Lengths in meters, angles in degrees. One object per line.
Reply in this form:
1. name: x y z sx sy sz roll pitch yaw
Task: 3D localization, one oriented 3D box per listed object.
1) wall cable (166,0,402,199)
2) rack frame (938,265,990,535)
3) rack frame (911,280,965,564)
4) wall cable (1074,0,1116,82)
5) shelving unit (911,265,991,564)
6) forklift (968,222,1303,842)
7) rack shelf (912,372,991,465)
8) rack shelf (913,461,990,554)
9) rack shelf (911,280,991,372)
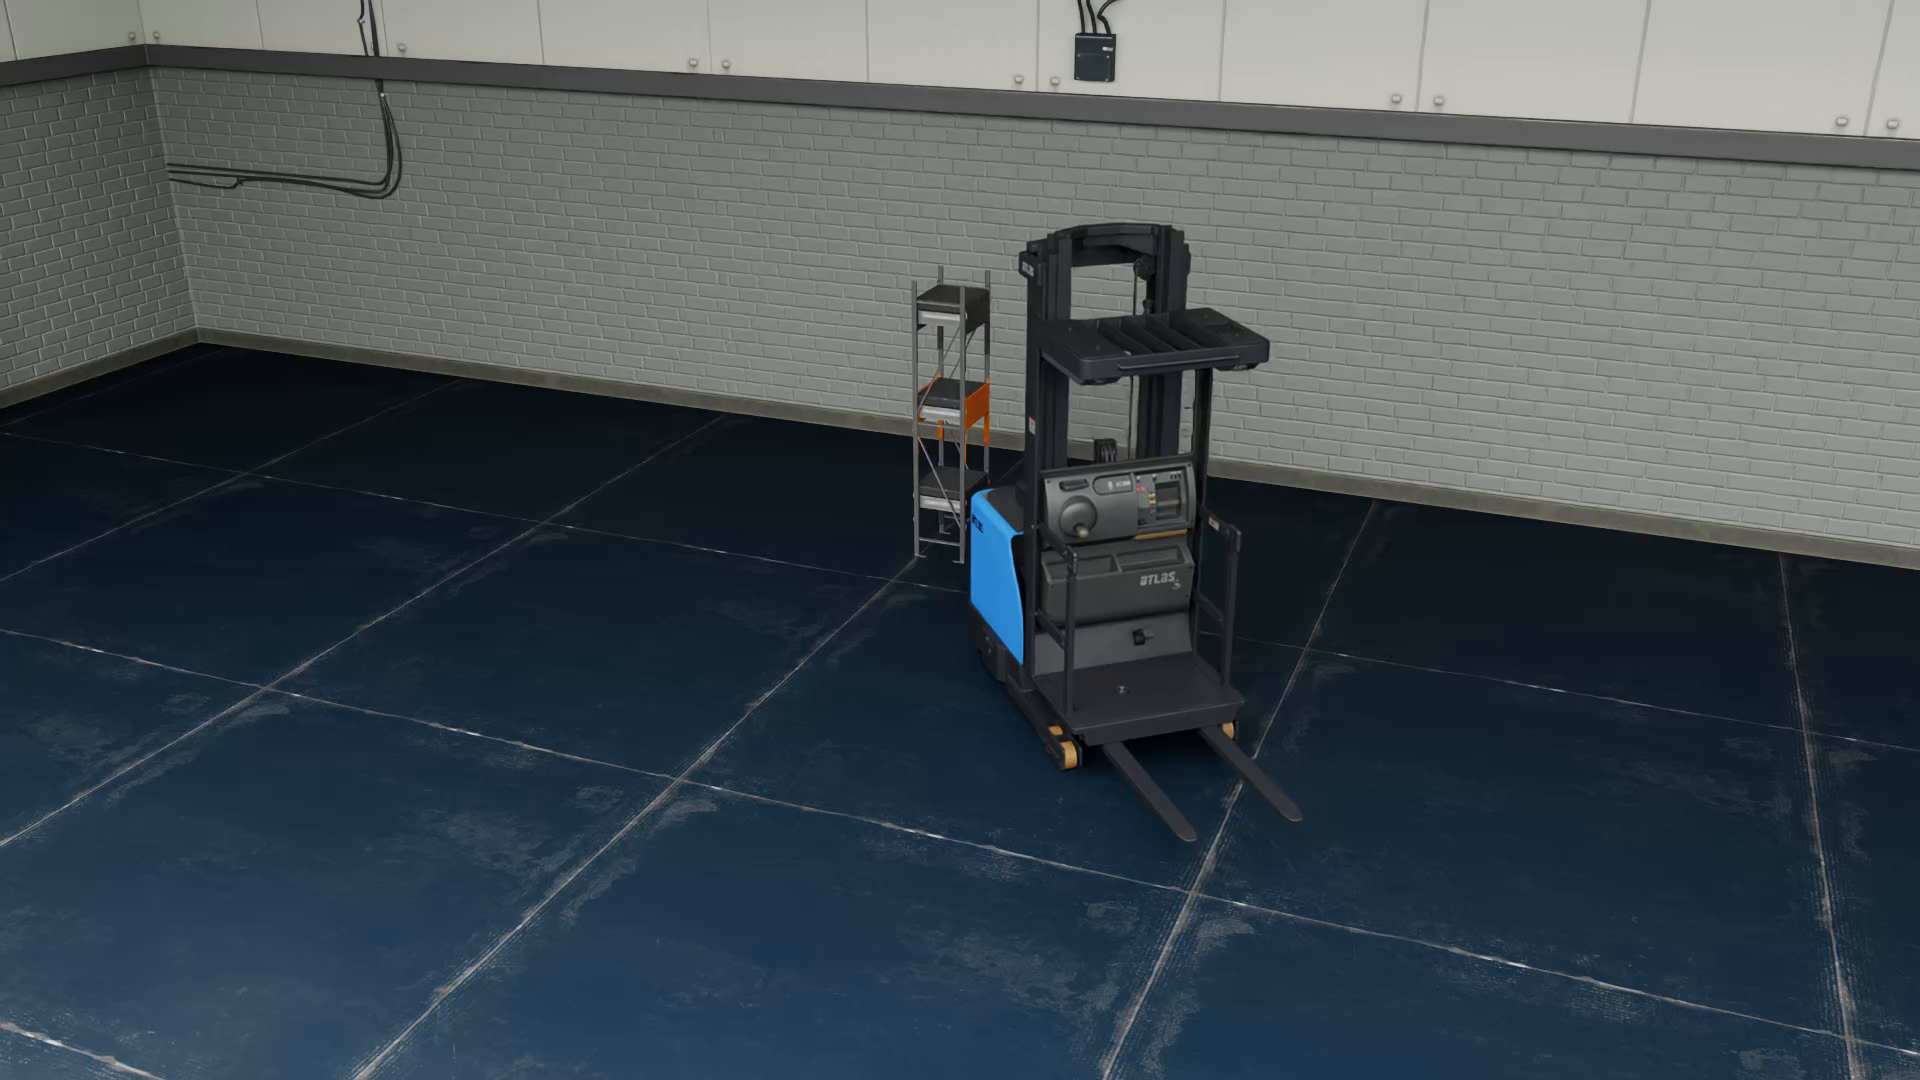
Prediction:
1. wall cable: -6.822 -4.626 16.179 3.097 2.526 0.112 9 24 20
2. rack frame: 0.029 -0.997 12.413 0.400 2.100 0.015 9 24 20
3. rack frame: -0.152 -0.822 11.994 0.400 2.100 0.015 9 24 20
4. wall cable: 1.986 -6.263 11.657 2.305 6.003 0.169 9 24 20
5. shelving unit: -0.061 -0.910 12.203 0.431 2.100 0.503 9 24 20
6. forklift: 0.999 -0.202 9.431 1.130 2.935 3.031 -7 24 -17
7. rack shelf: -0.061 -0.897 12.209 0.431 0.518 0.480 9 24 20
8. rack shelf: -0.061 -0.251 12.479 0.431 0.518 0.480 9 24 20
9. rack shelf: -0.062 -1.543 11.939 0.431 0.518 0.480 9 24 20
